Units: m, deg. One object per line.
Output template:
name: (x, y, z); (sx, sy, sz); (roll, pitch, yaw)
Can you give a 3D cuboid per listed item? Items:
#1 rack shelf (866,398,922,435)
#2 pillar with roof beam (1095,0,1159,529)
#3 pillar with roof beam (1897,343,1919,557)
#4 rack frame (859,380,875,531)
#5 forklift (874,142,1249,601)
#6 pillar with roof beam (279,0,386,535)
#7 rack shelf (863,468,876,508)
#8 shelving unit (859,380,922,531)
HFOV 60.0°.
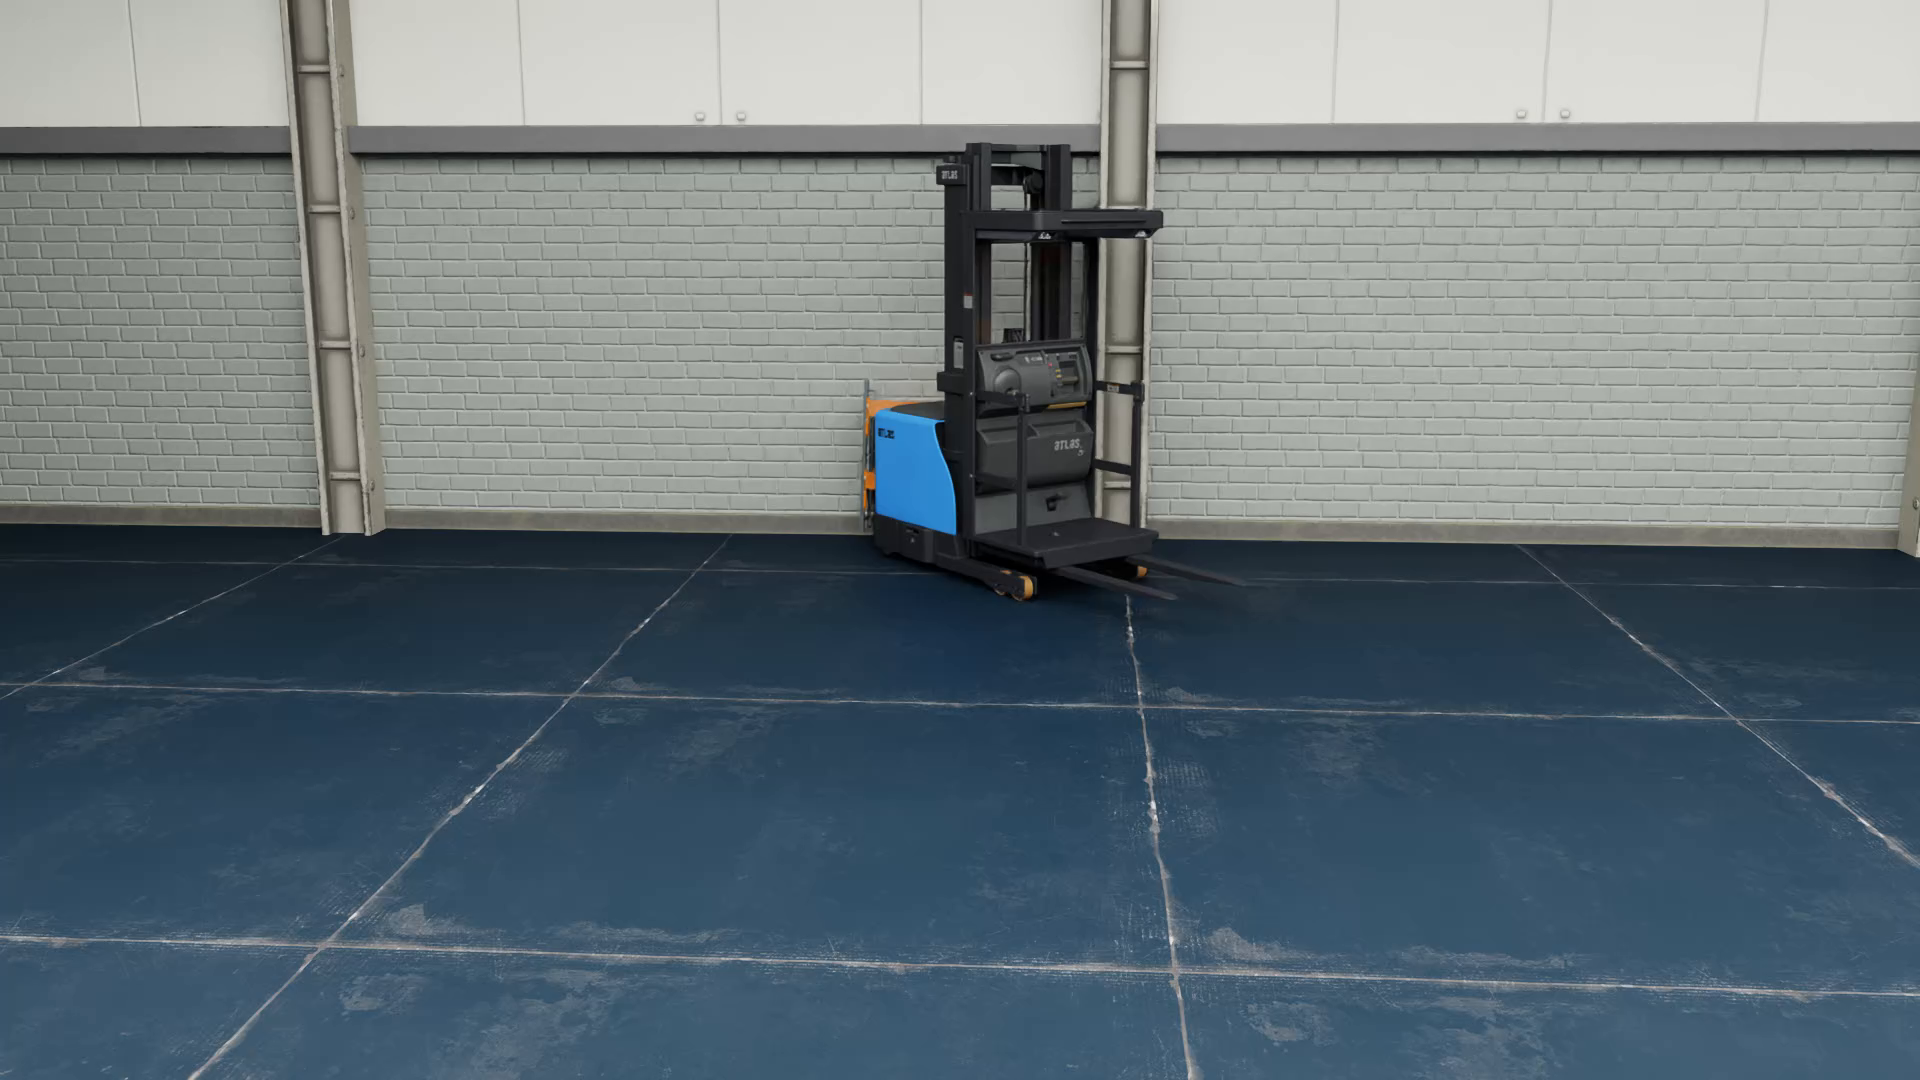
rack shelf: (-0.179, -0.914, 12.529); (1.000, 0.278, 0.538); (2, 5, 4)
pillar with roof beam: (0.931, -3.513, 7.583); (0.400, 9.000, 9.100); (1, 12, 4)
pillar with roof beam: (6.918, -3.431, 7.191); (0.400, 9.000, 9.100); (1, 12, 4)
rack frame: (-0.696, -0.644, 12.584); (0.032, 1.125, 0.500); (2, 5, 4)
forklift: (0.642, -1.151, 11.110); (1.130, 2.935, 3.031); (-9, 15, -35)
pillar with roof beam: (-5.056, -3.595, 7.975); (0.400, 9.000, 9.100); (1, 12, 4)
rack shelf: (-0.199, -0.379, 12.572); (1.000, 0.278, 0.538); (2, 5, 4)
shelving unit: (-0.190, -0.623, 12.553); (1.048, 1.125, 0.538); (2, 5, 4)
